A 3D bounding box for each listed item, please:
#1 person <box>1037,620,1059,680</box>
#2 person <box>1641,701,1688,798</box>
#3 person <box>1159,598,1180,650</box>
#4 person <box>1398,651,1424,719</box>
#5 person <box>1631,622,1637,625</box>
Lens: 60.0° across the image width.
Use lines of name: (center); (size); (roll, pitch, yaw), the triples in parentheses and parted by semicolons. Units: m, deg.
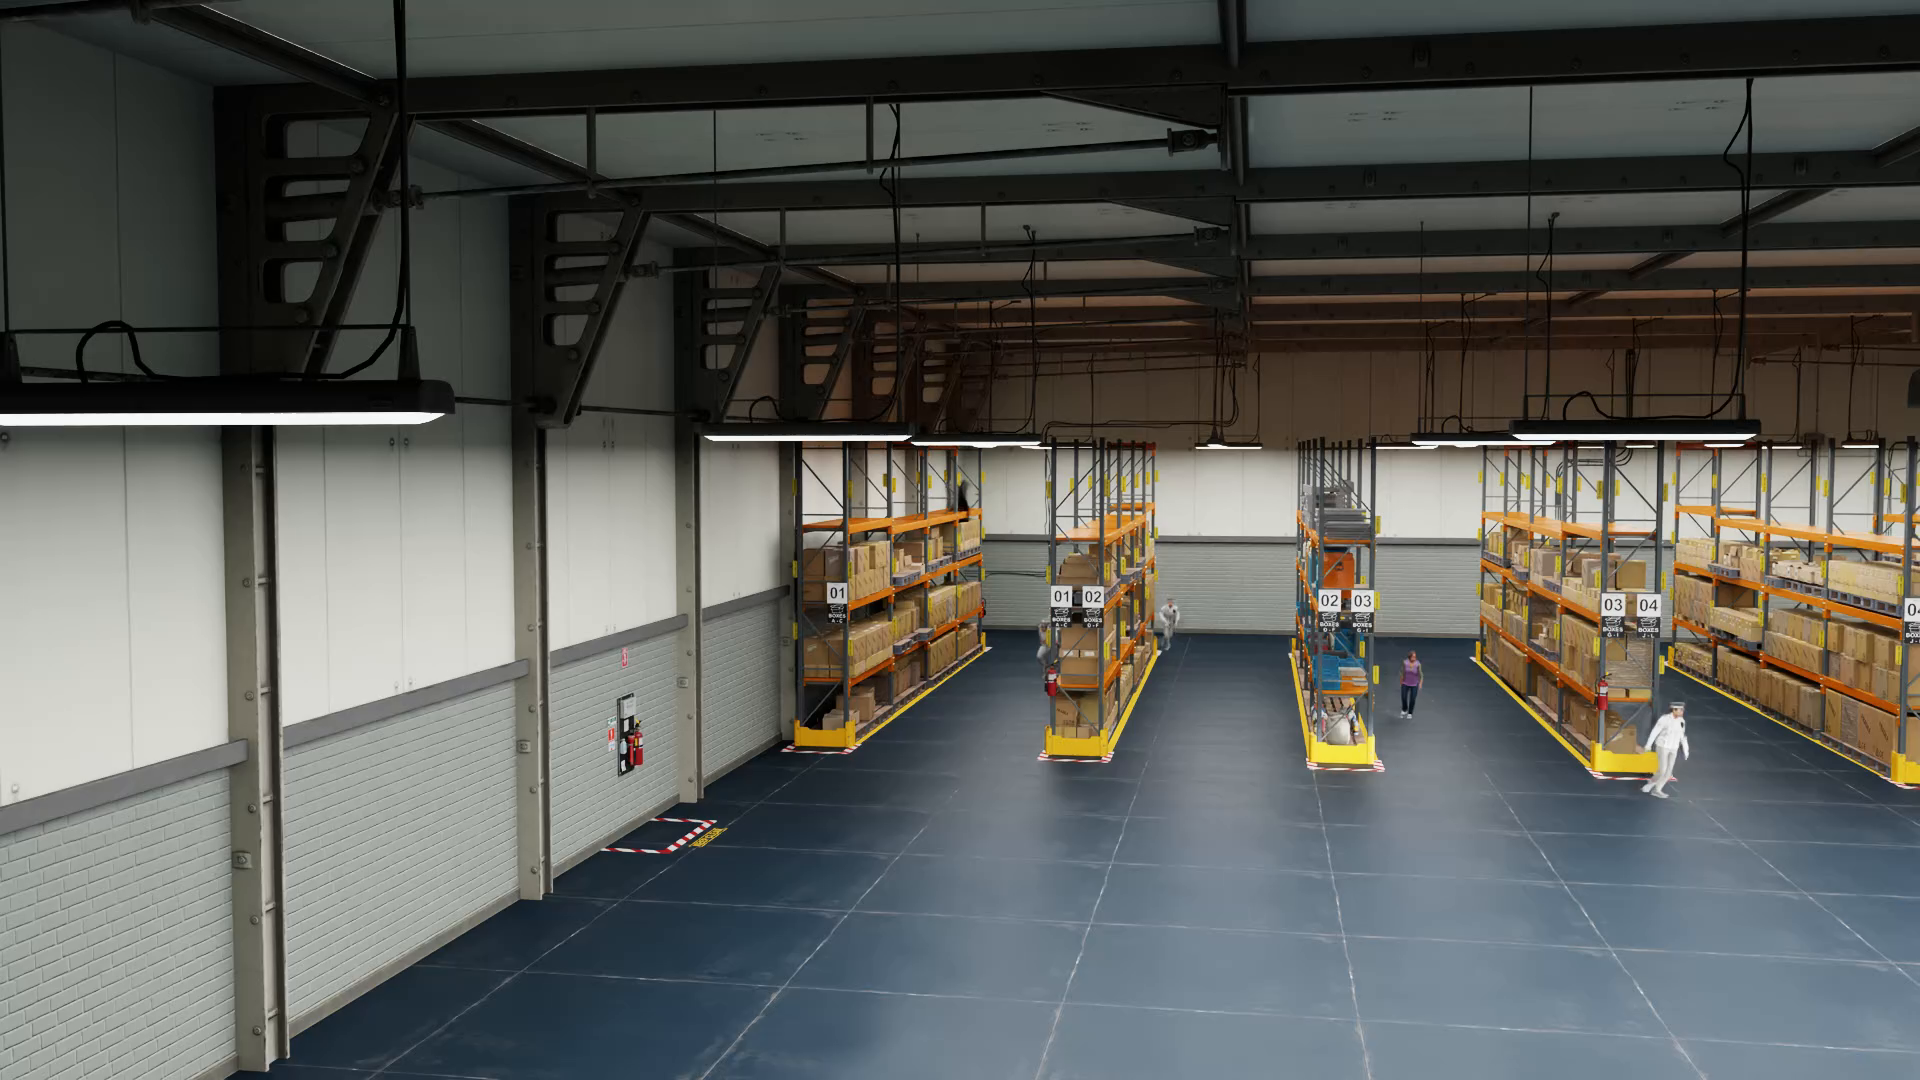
person: (2.273, 2.765, 42.073); (0.657, 1.535, 1.184); (2, 3, 28)
person: (11.684, 3.459, 27.511); (0.633, 1.627, 0.547); (-1, 3, -18)
person: (6.053, 2.418, 48.140); (0.641, 1.537, 0.756); (-1, 3, -11)
person: (9.590, 3.081, 35.344); (0.500, 1.507, 0.682); (1, 3, 12)
person: (18.466, 2.460, 45.580); (0.625, 1.728, 0.697); (2, 3, 27)
